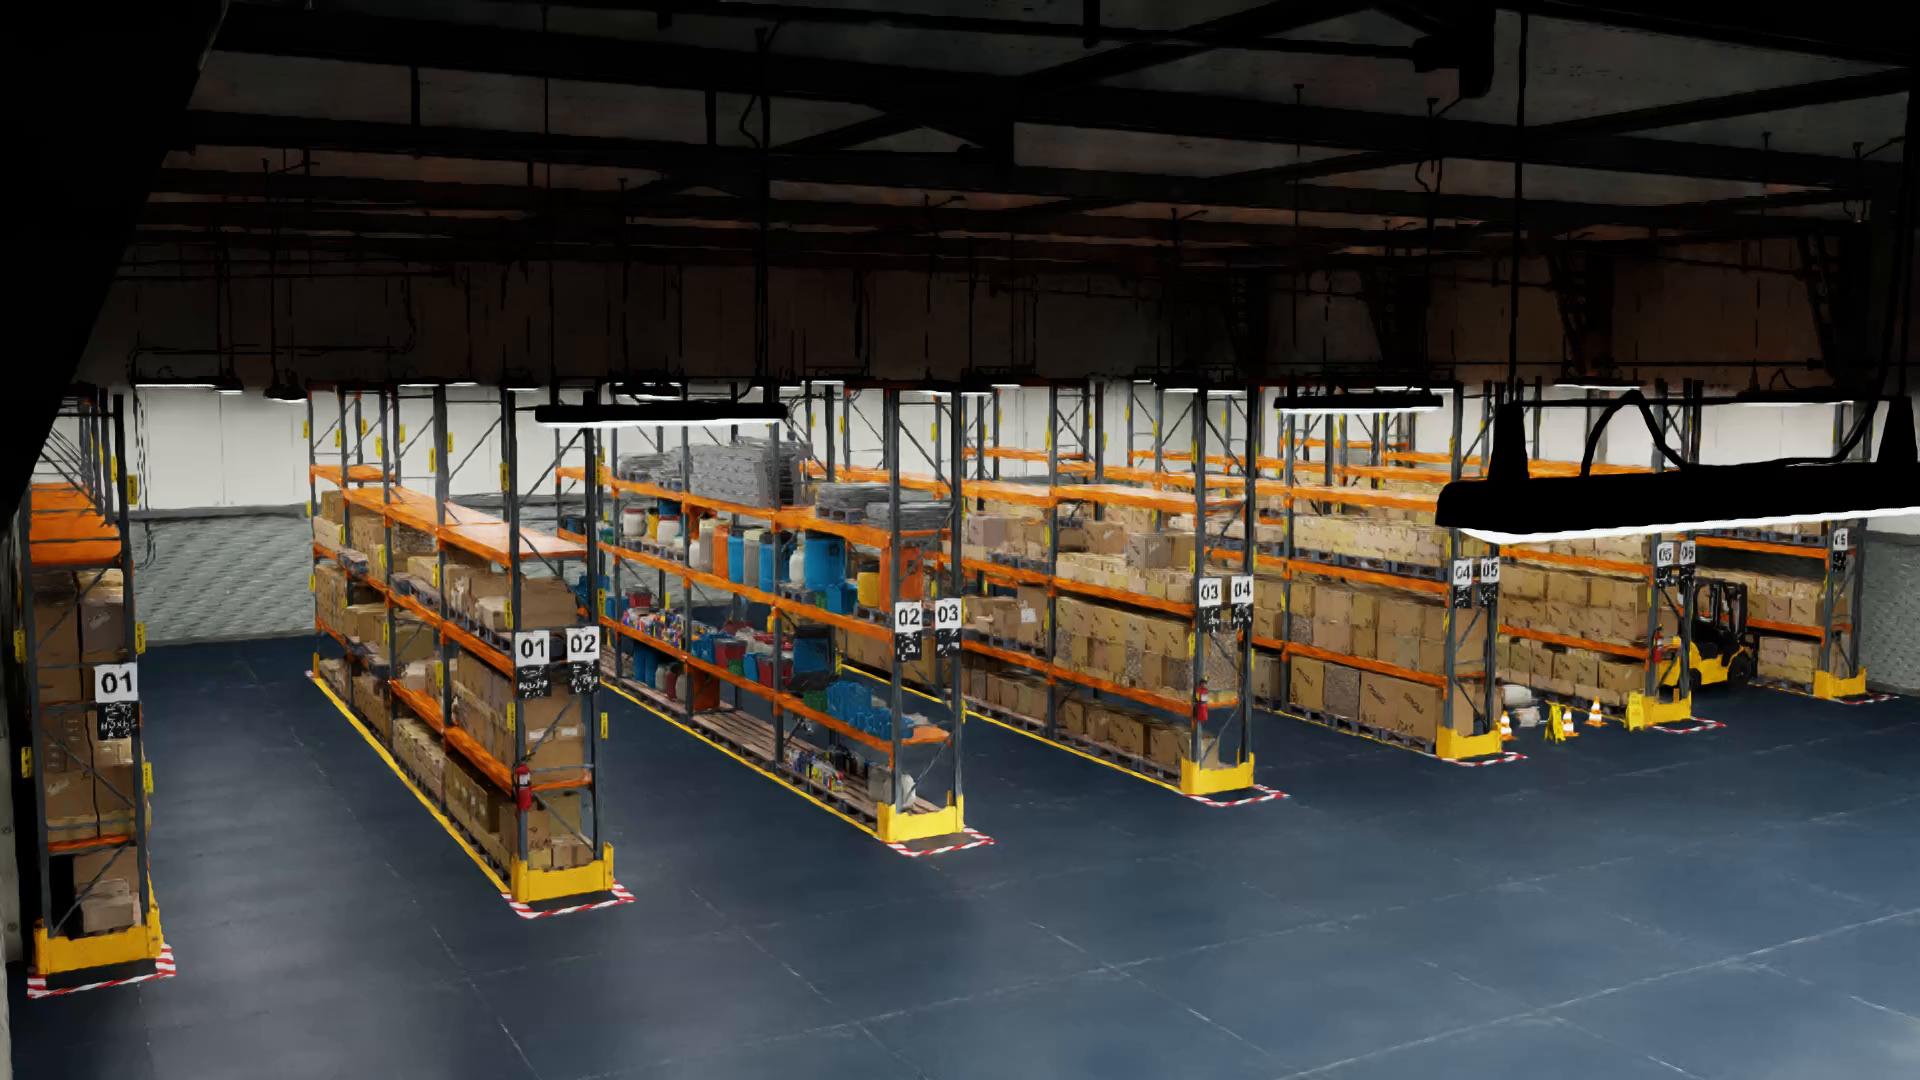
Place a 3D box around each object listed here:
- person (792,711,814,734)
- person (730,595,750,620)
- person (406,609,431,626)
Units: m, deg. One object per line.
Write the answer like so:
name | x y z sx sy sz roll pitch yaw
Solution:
person | -2.679 2.514 28.640 0.430 1.539 0.949 -4 7 -30
person | -5.302 1.160 40.469 0.572 1.760 0.616 3 7 25
person | -11.186 1.796 34.488 0.549 1.712 1.098 -4 8 -36
